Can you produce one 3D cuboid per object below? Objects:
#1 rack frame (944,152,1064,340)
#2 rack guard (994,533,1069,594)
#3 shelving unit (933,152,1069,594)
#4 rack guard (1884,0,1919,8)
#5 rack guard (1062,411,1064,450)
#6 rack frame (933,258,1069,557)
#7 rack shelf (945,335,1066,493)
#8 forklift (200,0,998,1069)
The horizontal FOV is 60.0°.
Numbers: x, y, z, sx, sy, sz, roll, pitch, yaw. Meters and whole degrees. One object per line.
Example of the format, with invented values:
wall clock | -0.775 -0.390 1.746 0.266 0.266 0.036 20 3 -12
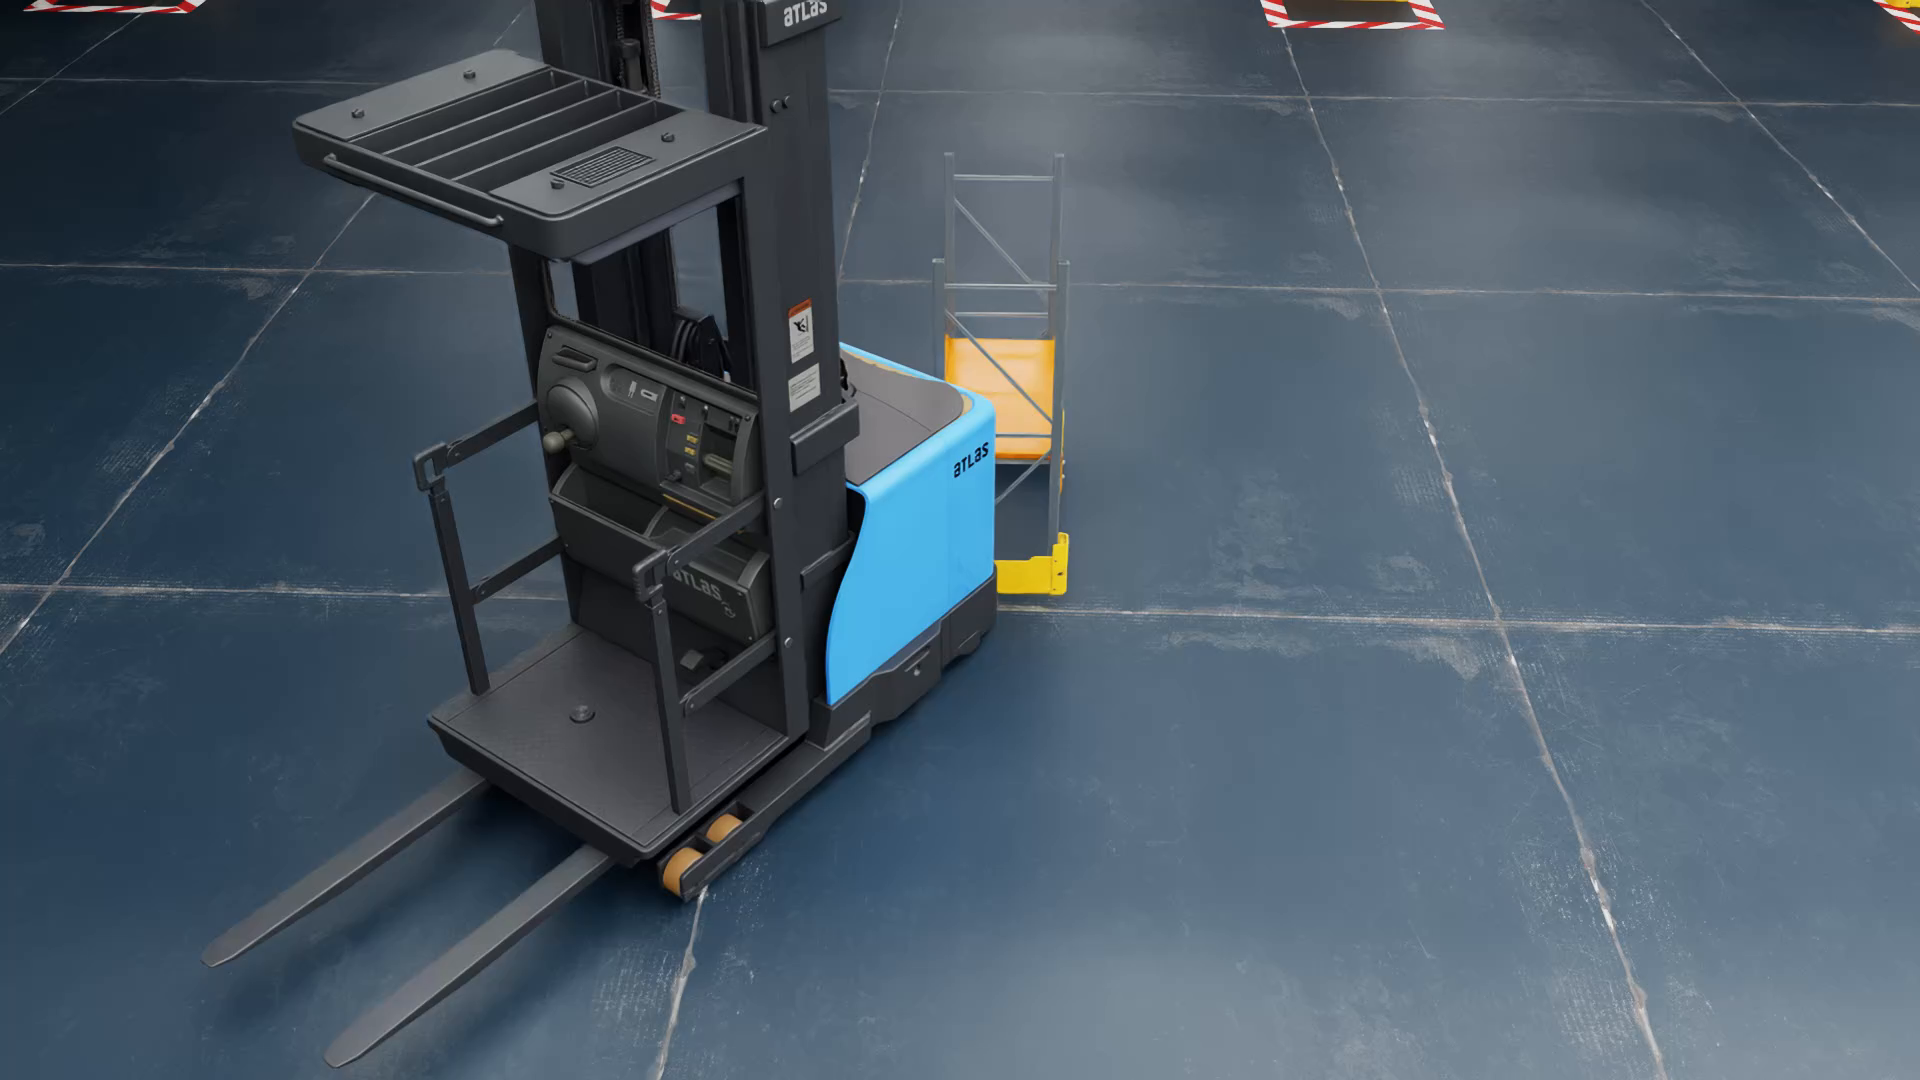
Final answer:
rack frame | 0.183 -0.993 7.358 0.500 1.500 0.032 1 35 1
rack guard | 0.151 0.092 6.902 0.587 0.250 0.087 1 35 1
shelving unit | 0.167 -0.706 6.950 0.587 1.500 1.083 1 35 1
rack guard | 8.069 -4.556 13.298 1.175 0.500 0.348 1 35 2
rack guard | 0.183 -0.480 7.716 0.587 0.250 0.087 1 35 1
rack frame | 0.151 -0.408 6.526 0.500 1.500 0.032 1 35 1
rack shelf | 0.167 -0.553 7.046 0.538 0.185 1.000 1 35 1
forklift | -1.137 -0.326 5.165 1.130 2.935 3.031 23 41 29
